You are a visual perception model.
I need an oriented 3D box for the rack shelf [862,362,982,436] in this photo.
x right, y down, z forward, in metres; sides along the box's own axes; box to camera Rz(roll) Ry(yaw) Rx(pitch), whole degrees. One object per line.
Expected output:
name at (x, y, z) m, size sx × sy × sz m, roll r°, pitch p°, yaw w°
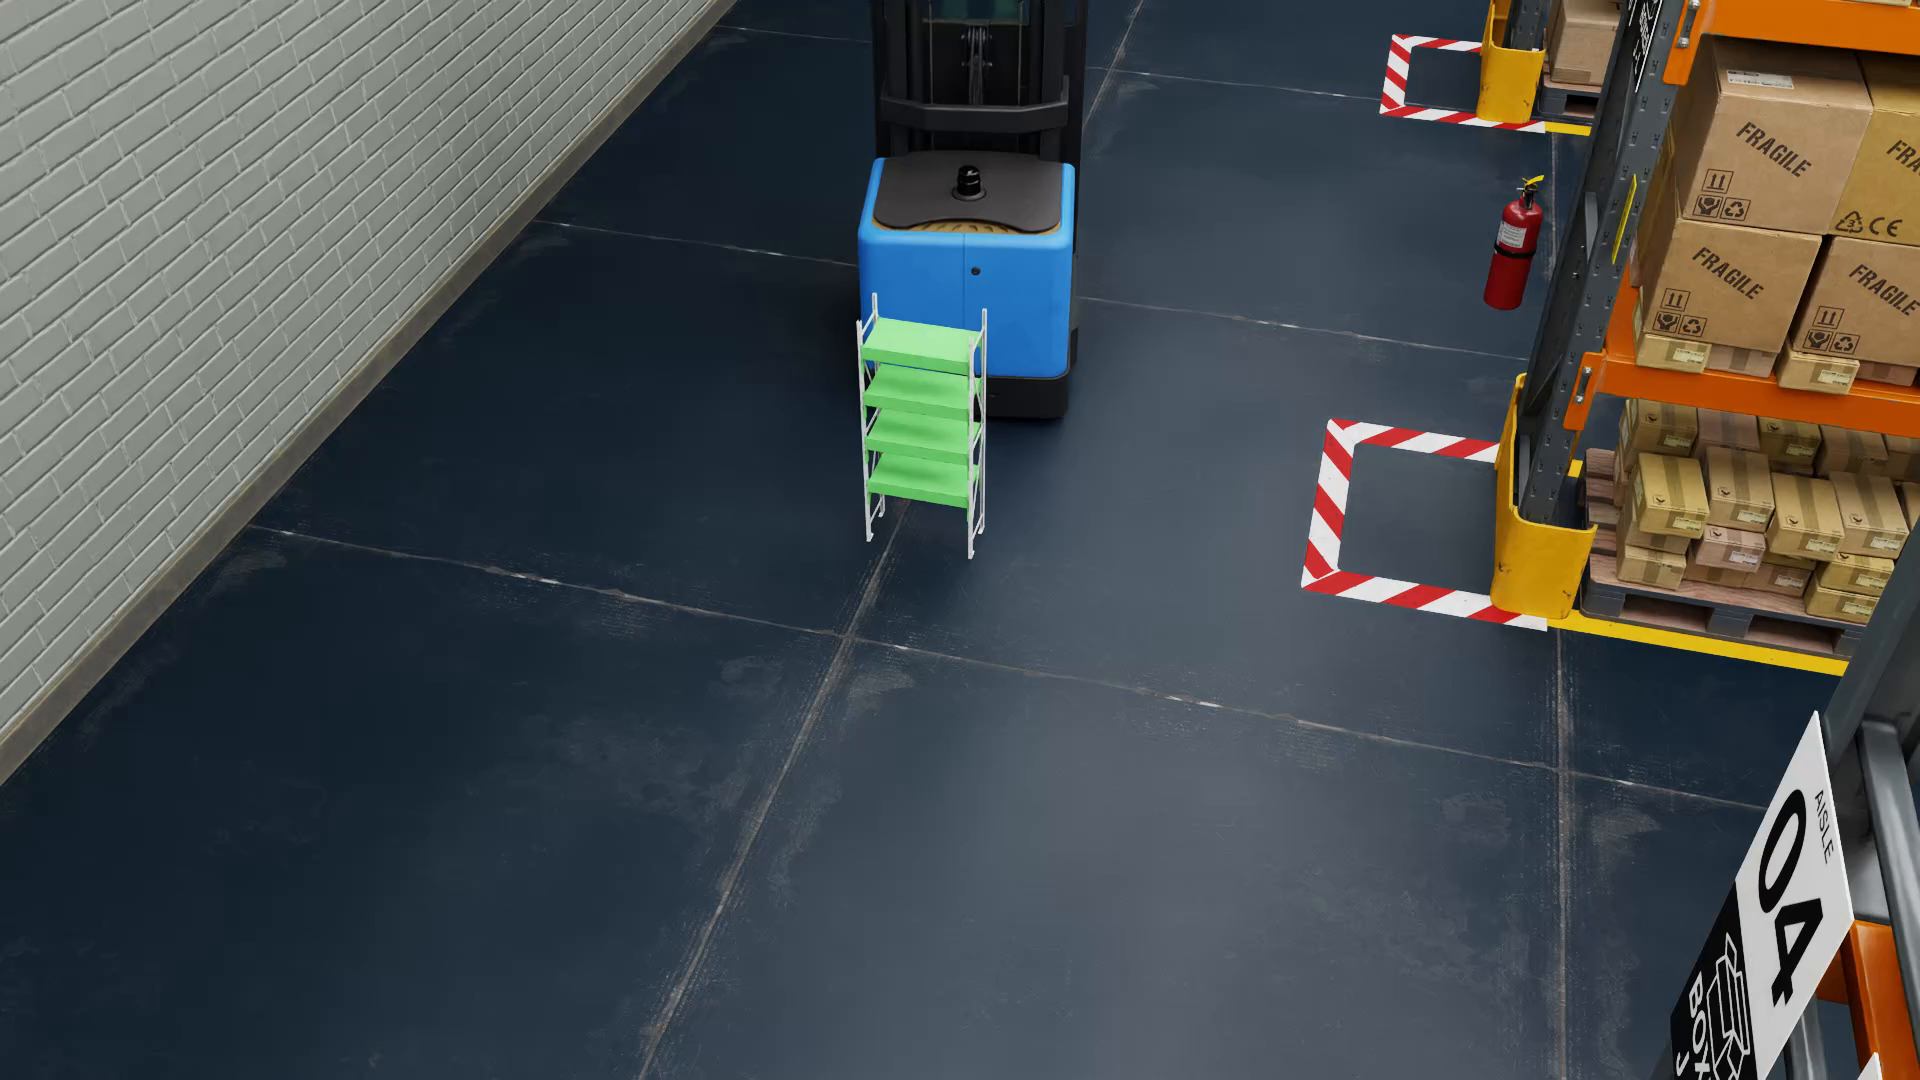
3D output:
rack shelf at (-0.160, -0.622, 7.284) m, size 0.480 × 0.148 × 0.258 m, roll 10°, pitch 41°, yaw 11°

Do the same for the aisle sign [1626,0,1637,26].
aisle sign at (2.605, -2.386, 6.237) m, size 0.004 × 0.787 × 0.394 m, roll 10°, pitch 41°, yaw 11°

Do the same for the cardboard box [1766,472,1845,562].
cardboard box at (3.524, -0.098, 6.962) m, size 0.250 × 0.149 × 0.380 m, roll 10°, pitch 41°, yaw 11°

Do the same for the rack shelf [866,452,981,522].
rack shelf at (-0.160, -0.254, 7.592) m, size 0.480 × 0.148 × 0.258 m, roll 10°, pitch 41°, yaw 11°

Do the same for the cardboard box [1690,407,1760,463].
cardboard box at (3.402, -0.481, 7.418) m, size 0.250 × 0.149 × 0.380 m, roll 11°, pitch 41°, yaw 12°

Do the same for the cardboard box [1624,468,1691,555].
cardboard box at (3.037, -0.128, 7.229) m, size 0.250 × 0.149 × 0.380 m, roll 11°, pitch 41°, yaw 13°

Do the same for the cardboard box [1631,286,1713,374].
cardboard box at (2.826, -0.838, 6.611) m, size 0.250 × 0.149 × 0.380 m, roll 9°, pitch 41°, yaw 11°

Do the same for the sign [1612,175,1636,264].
sign at (2.457, -1.186, 6.157) m, size 0.005 × 0.325 × 0.100 m, roll 10°, pitch 41°, yaw 11°

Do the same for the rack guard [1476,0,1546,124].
rack guard at (3.756, -3.331, 11.327) m, size 0.348 × 0.500 × 1.175 m, roll 10°, pitch 41°, yaw 11°

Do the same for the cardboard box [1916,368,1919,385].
cardboard box at (3.870, -0.725, 6.476) m, size 0.250 × 0.149 × 0.380 m, roll 9°, pitch 41°, yaw 11°

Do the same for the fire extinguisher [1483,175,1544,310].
fire extinguisher at (2.474, -1.348, 7.373) m, size 0.183 × 0.674 × 0.296 m, roll 10°, pitch 41°, yaw 11°

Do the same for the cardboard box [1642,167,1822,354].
cardboard box at (2.960, -1.098, 6.416) m, size 0.500 × 0.500 × 0.500 m, roll 12°, pitch 41°, yaw 13°

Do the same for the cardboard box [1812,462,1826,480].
cardboard box at (3.917, -0.270, 7.398) m, size 0.250 × 0.149 × 0.380 m, roll 9°, pitch 41°, yaw 11°

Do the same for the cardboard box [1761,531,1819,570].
cardboard box at (3.547, -0.062, 7.150) m, size 0.250 × 0.149 × 0.380 m, roll 10°, pitch 41°, yaw 12°

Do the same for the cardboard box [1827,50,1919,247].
cardboard box at (3.452, -1.407, 6.007) m, size 0.500 × 0.500 × 0.500 m, roll 11°, pitch 41°, yaw 13°

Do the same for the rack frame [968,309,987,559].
rack frame at (0.076, -0.446, 7.349) m, size 0.015 × 1.200 × 0.240 m, roll 10°, pitch 41°, yaw 11°

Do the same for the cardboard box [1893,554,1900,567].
cardboard box at (4.047, 0.033, 7.037) m, size 0.250 × 0.149 × 0.380 m, roll 8°, pitch 41°, yaw 9°

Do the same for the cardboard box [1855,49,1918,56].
cardboard box at (3.593, -1.721, 6.380) m, size 0.500 × 0.500 × 0.500 m, roll 8°, pitch 41°, yaw 10°

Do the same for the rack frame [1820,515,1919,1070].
rack frame at (1.218, -0.424, 1.258) m, size 0.127 × 3.000 × 1.000 m, roll 10°, pitch 41°, yaw 11°

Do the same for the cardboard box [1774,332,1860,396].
cardboard box at (3.328, -0.743, 6.498) m, size 0.250 × 0.149 × 0.380 m, roll 9°, pitch 41°, yaw 10°

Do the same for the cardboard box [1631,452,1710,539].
cardboard box at (3.016, -0.190, 7.072) m, size 0.250 × 0.149 × 0.380 m, roll 8°, pitch 41°, yaw 9°

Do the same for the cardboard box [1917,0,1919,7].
cardboard box at (3.473, -1.959, 5.535) m, size 0.500 × 0.250 × 0.500 m, roll 11°, pitch 41°, yaw 13°

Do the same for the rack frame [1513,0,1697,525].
rack frame at (2.598, -1.192, 6.837) m, size 0.127 × 3.000 × 1.000 m, roll 10°, pitch 41°, yaw 11°

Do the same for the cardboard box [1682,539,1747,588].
cardboard box at (3.295, 0.018, 7.287) m, size 0.250 × 0.149 × 0.380 m, roll 10°, pitch 41°, yaw 11°

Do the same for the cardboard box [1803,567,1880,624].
cardboard box at (3.755, 0.165, 7.111) m, size 0.250 × 0.149 × 0.380 m, roll 10°, pitch 41°, yaw 12°

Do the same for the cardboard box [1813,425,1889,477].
cardboard box at (3.919, -0.434, 7.362) m, size 0.250 × 0.149 × 0.380 m, roll 8°, pitch 41°, yaw 10°

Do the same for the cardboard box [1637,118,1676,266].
cardboard box at (3.098, -1.429, 6.810) m, size 0.500 × 0.500 × 0.500 m, roll 11°, pitch 41°, yaw 12°

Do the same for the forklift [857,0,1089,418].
forklift at (0.115, -2.668, 8.647) m, size 1.130 × 2.935 × 3.031 m, roll 2°, pitch 40°, yaw 3°

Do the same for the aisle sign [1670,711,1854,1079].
aisle sign at (1.226, 0.679, 2.588) m, size 0.004 × 0.787 × 0.394 m, roll 10°, pitch 41°, yaw 11°

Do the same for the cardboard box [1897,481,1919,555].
cardboard box at (4.050, -0.056, 6.912) m, size 0.250 × 0.149 × 0.380 m, roll 11°, pitch 41°, yaw 13°

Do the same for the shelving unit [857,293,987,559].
shelving unit at (-0.160, -0.487, 7.397) m, size 0.503 × 1.200 × 0.258 m, roll 10°, pitch 41°, yaw 11°

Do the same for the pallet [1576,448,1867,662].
pallet at (3.447, 0.046, 7.531) m, size 1.213 × 0.211 × 1.003 m, roll 10°, pitch 41°, yaw 11°

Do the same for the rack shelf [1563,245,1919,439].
rack shelf at (4.530, -0.584, 6.672) m, size 4.000 × 0.370 × 1.077 m, roll 10°, pitch 41°, yaw 11°
